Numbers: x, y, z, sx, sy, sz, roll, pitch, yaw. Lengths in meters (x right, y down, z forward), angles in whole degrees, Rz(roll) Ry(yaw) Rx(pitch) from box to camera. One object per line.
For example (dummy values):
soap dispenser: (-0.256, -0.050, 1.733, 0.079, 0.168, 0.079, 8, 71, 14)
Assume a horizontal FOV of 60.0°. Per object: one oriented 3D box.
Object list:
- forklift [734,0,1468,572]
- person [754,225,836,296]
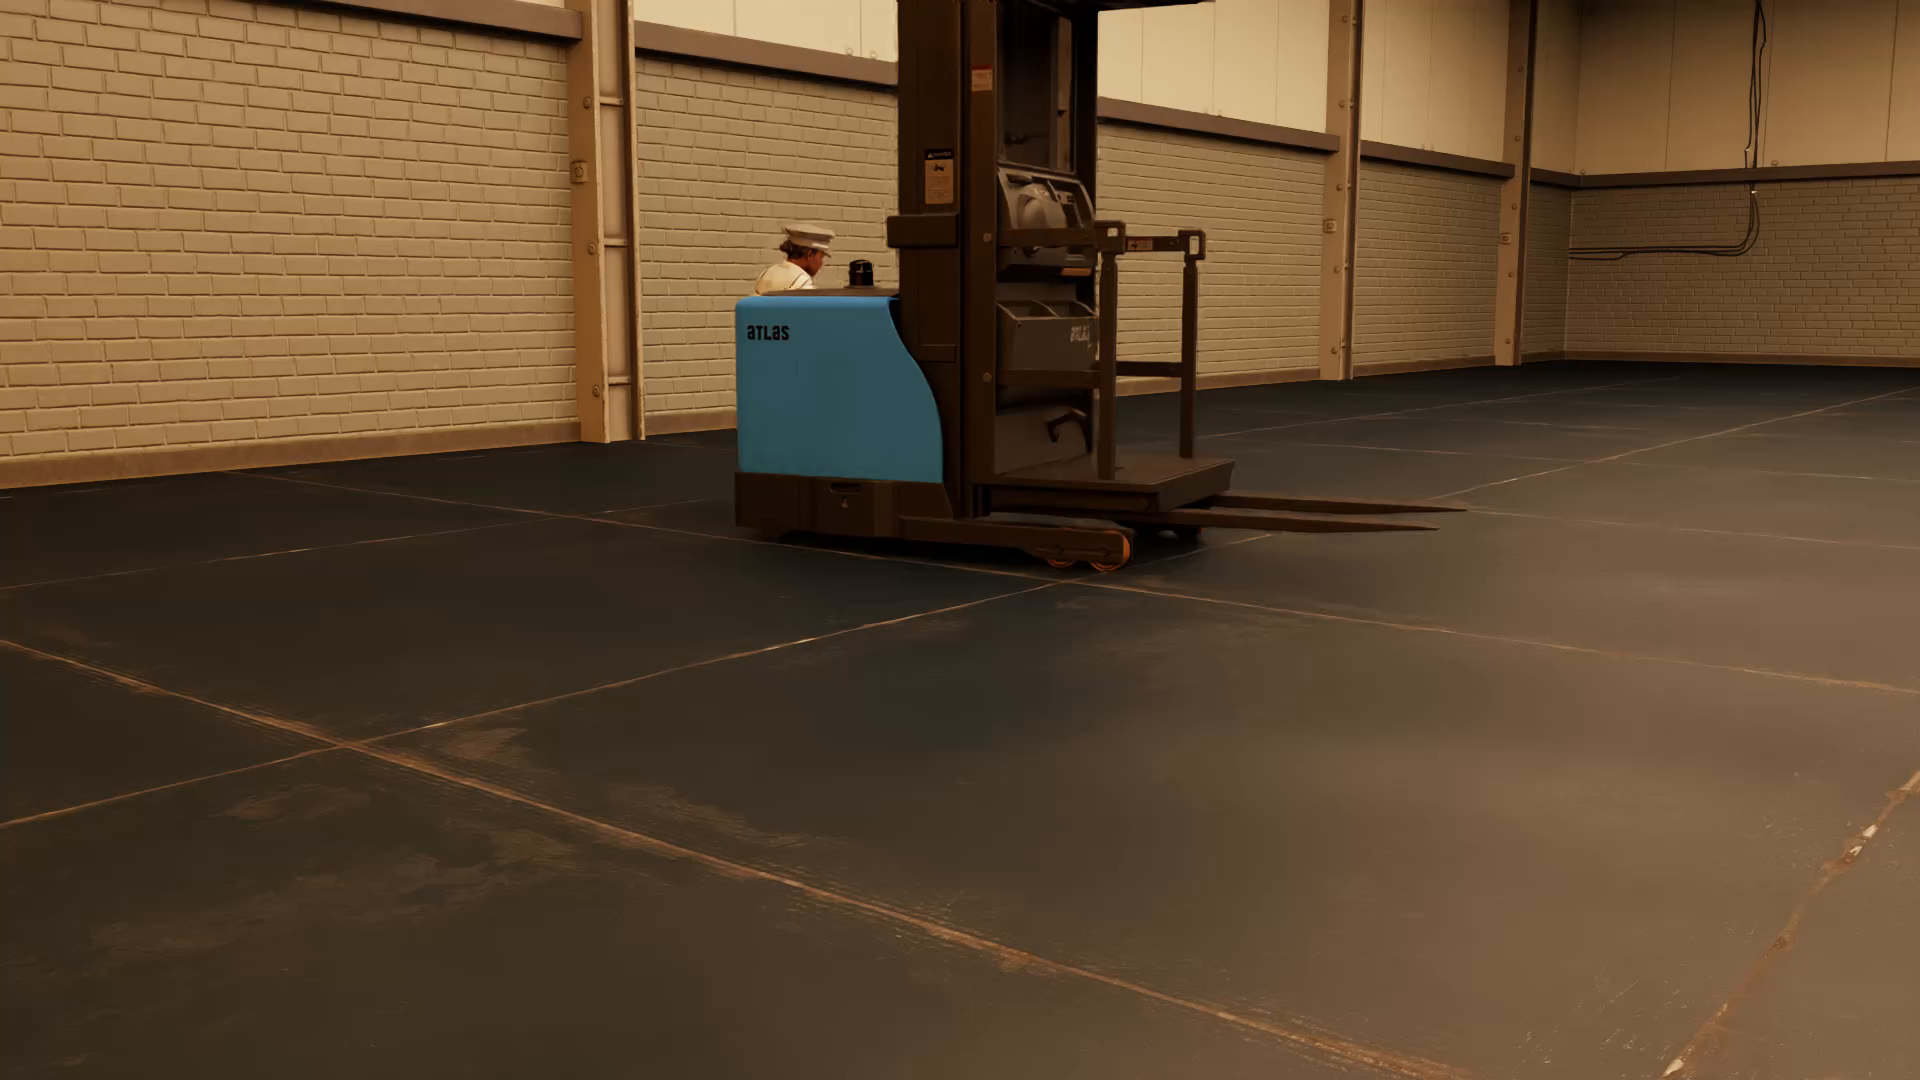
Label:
forklift: (0.556, -1.412, 6.935, 3.031, 2.935, 1.130, 4, 9, 26)
person: (-0.687, -0.882, 8.591, 0.743, 1.460, 0.778, -7, 11, -40)
